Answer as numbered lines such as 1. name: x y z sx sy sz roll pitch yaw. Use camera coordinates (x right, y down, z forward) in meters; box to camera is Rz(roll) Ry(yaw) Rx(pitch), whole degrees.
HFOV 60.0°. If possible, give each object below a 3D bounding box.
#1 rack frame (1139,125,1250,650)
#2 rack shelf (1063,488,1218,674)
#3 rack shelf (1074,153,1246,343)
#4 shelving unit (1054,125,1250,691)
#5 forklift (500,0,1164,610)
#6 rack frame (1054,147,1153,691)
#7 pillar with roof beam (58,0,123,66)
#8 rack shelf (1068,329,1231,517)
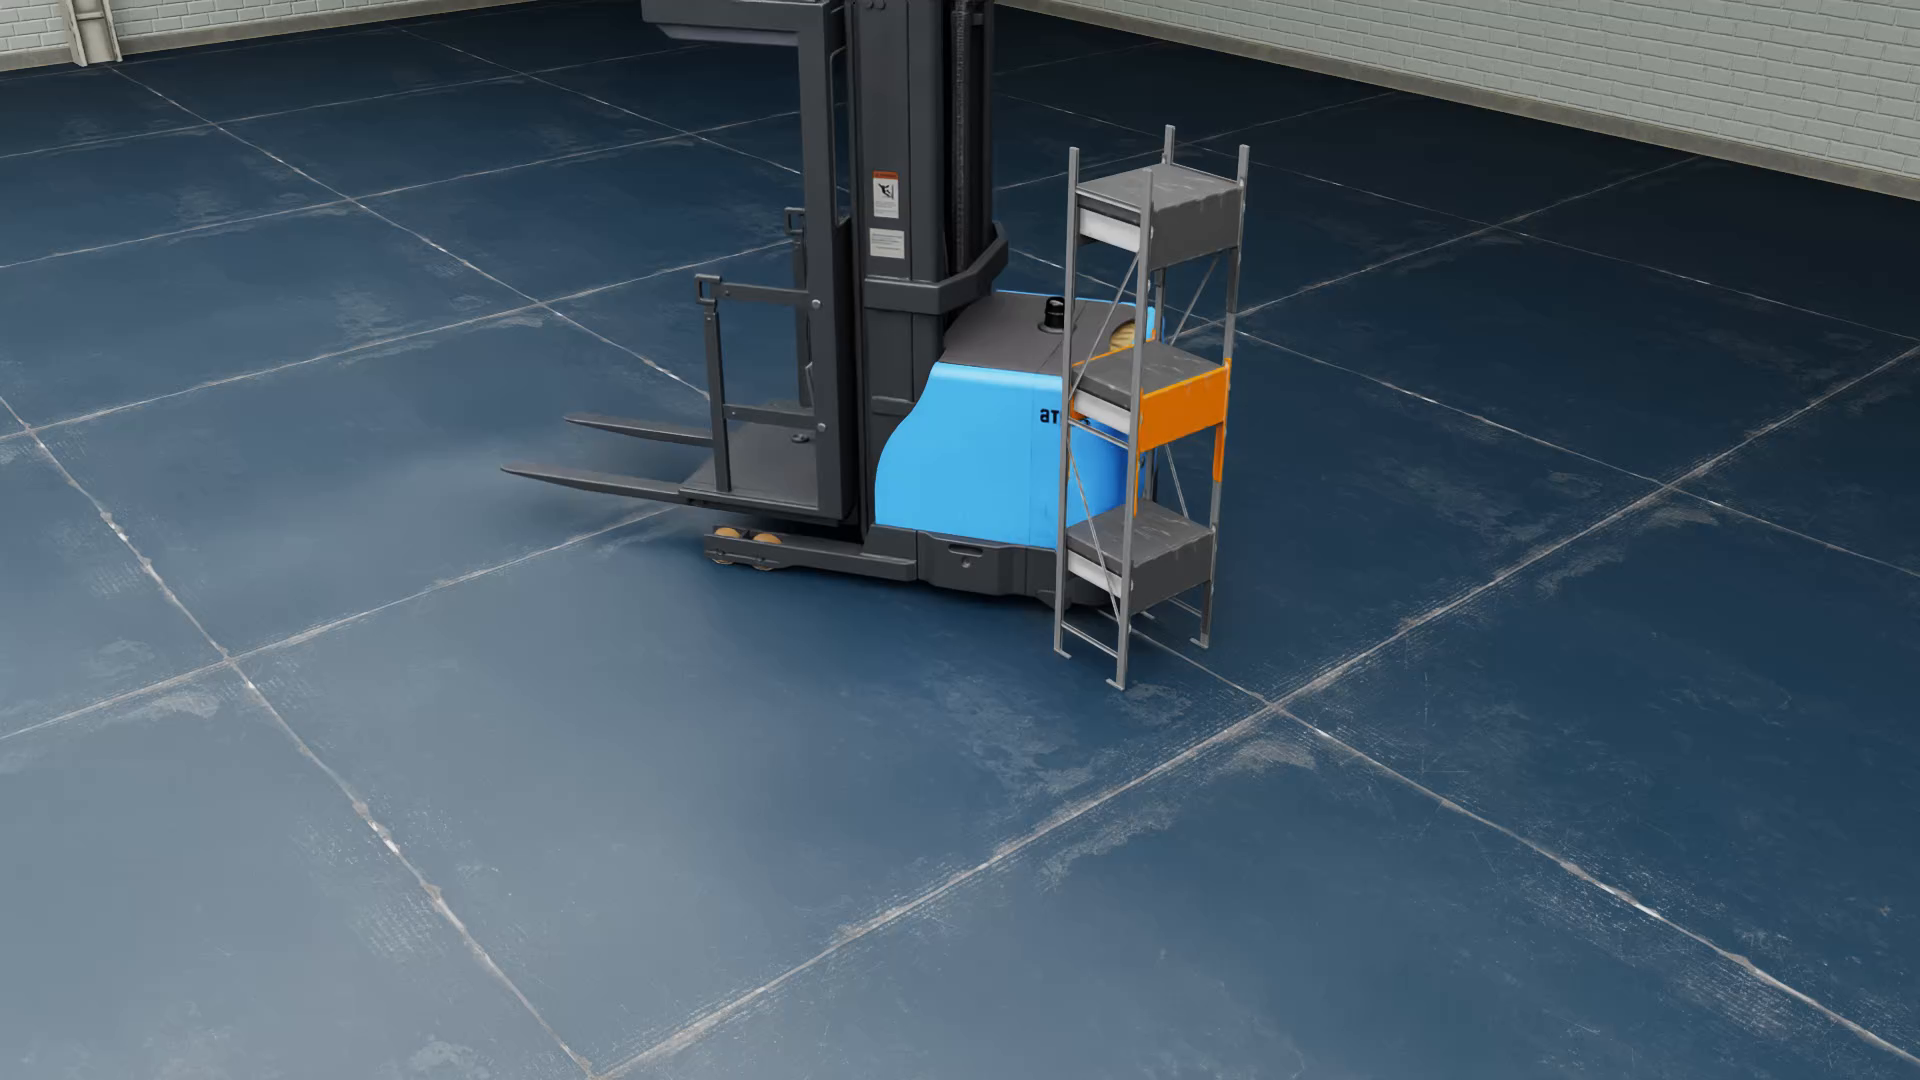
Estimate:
1. rack frame: 0.897 -0.545 6.541 0.015 2.100 0.400 -21 35 -34
2. rack shelf: 0.710 0.158 6.740 0.480 0.518 0.431 -21 35 -34
3. rack shelf: 0.710 -1.076 6.080 0.480 0.518 0.431 -21 35 -34
4. shelving unit: 0.710 -0.471 6.404 0.503 2.100 0.431 -21 35 -34
5. forklift: -0.651 -1.381 7.225 3.031 2.935 1.130 8 29 15
6. rack frame: 0.523 -0.397 6.266 0.015 2.100 0.400 -21 35 -34
7. pillar with roof beam: -5.920 -7.266 11.800 0.400 9.000 9.100 -22 35 -35
8. rack shelf: 0.710 -0.459 6.410 0.480 0.518 0.431 -21 35 -34
